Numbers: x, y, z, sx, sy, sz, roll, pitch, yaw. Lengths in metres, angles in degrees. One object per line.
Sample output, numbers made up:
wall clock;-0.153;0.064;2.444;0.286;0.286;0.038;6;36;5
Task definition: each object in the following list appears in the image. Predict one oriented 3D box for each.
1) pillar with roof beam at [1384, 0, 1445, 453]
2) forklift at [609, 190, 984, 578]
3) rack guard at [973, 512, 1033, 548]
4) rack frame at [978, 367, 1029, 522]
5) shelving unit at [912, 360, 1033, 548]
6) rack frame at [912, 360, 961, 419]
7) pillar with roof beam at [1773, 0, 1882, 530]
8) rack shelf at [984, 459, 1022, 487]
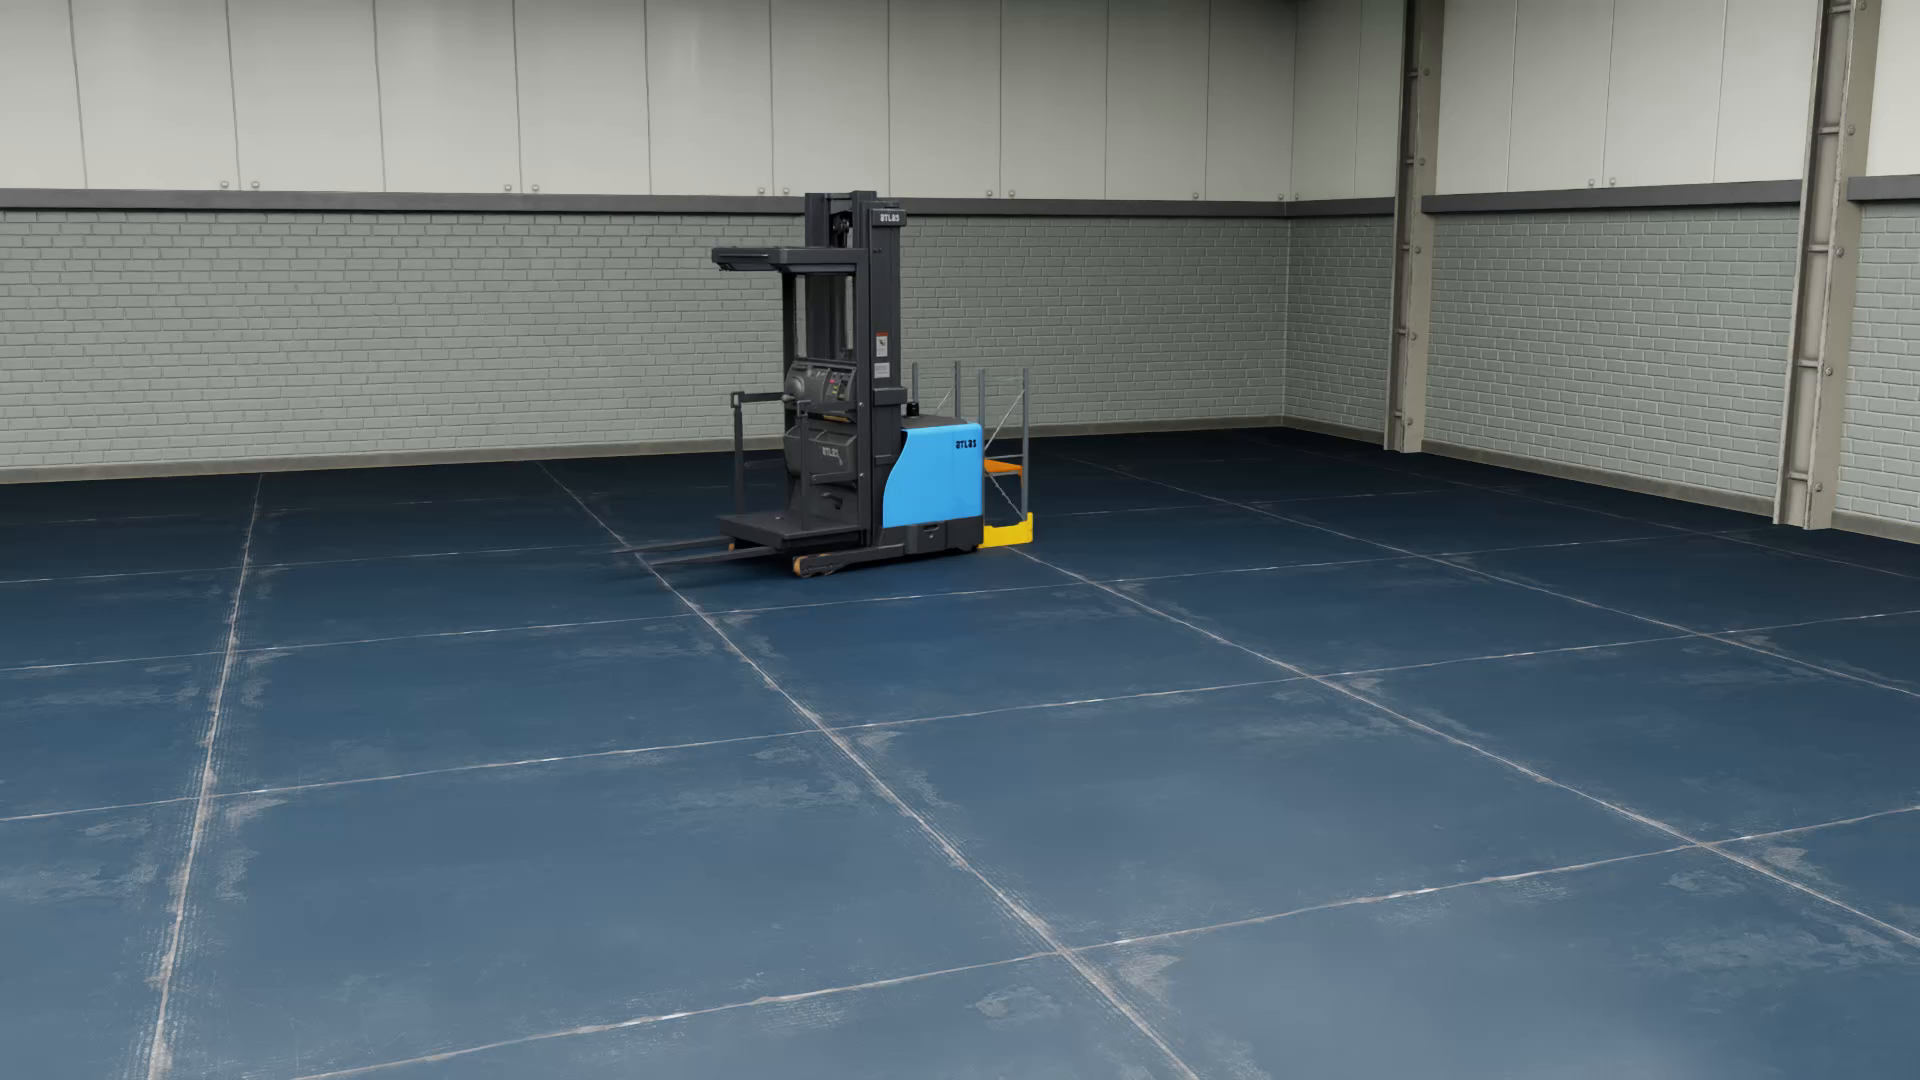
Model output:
pillar with roof beam;1.498;-5.269;18.349;9.100;9.000;0.400;-4;11;-21
forklift;-1.277;-1.256;13.112;3.031;2.935;1.130;-8;13;-37
rack guard;0.366;-0.086;14.187;0.587;0.250;0.087;-7;12;-34
rack frame;0.367;-0.701;14.077;0.500;1.500;0.032;-7;12;-34
shelving unit;0.084;-0.773;14.482;0.587;1.500;1.083;-7;12;-34
rack frame;-0.209;-0.847;14.902;0.500;1.500;0.032;-7;12;-34
pillar with roof beam;3.672;-4.290;12.843;9.100;9.000;0.400;-4;11;-21
rack shelf;0.079;-0.597;14.521;0.538;0.185;1.000;-7;12;-34
